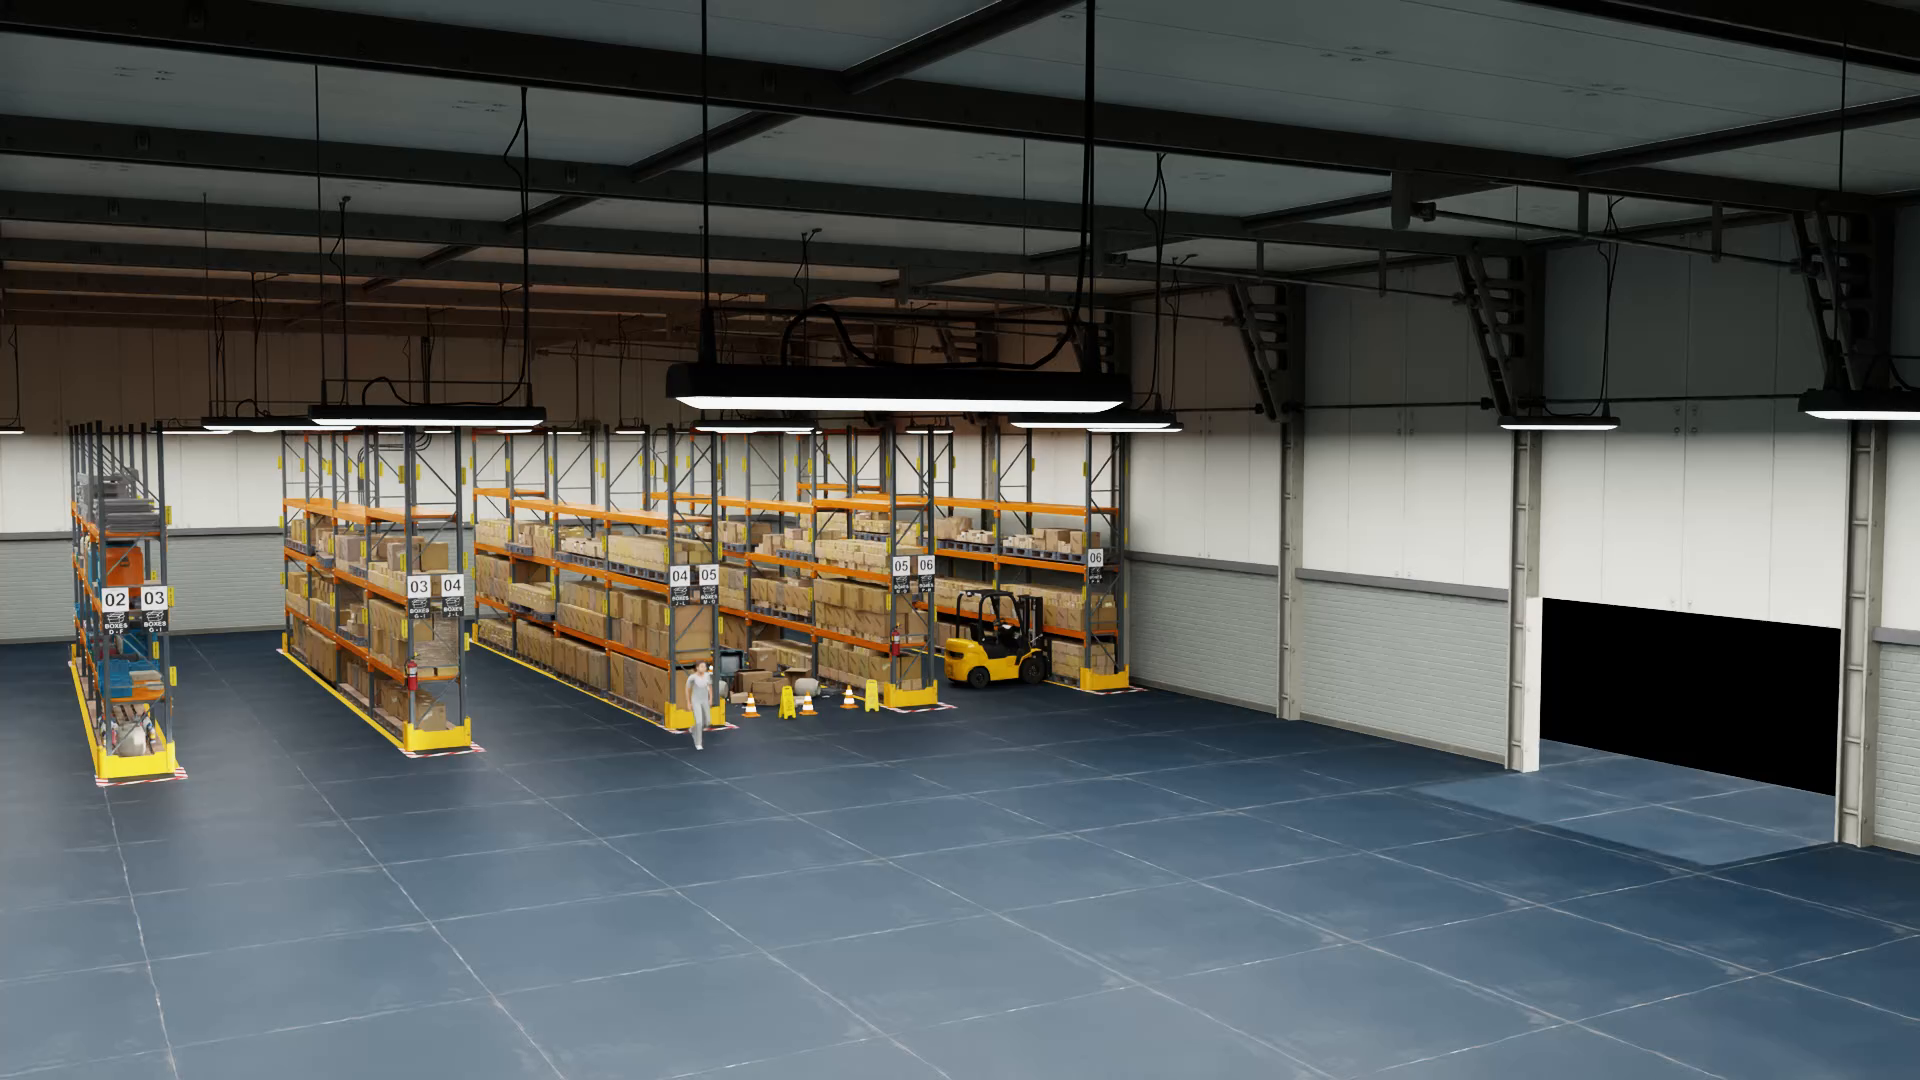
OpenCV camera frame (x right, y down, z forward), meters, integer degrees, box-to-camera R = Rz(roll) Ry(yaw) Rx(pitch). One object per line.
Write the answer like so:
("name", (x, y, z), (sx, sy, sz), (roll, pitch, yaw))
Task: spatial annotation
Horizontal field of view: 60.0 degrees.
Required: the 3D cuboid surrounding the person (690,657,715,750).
("person", (-4.796, 3.009, 30.642), (0.438, 1.697, 0.537), (2, 4, 29))
